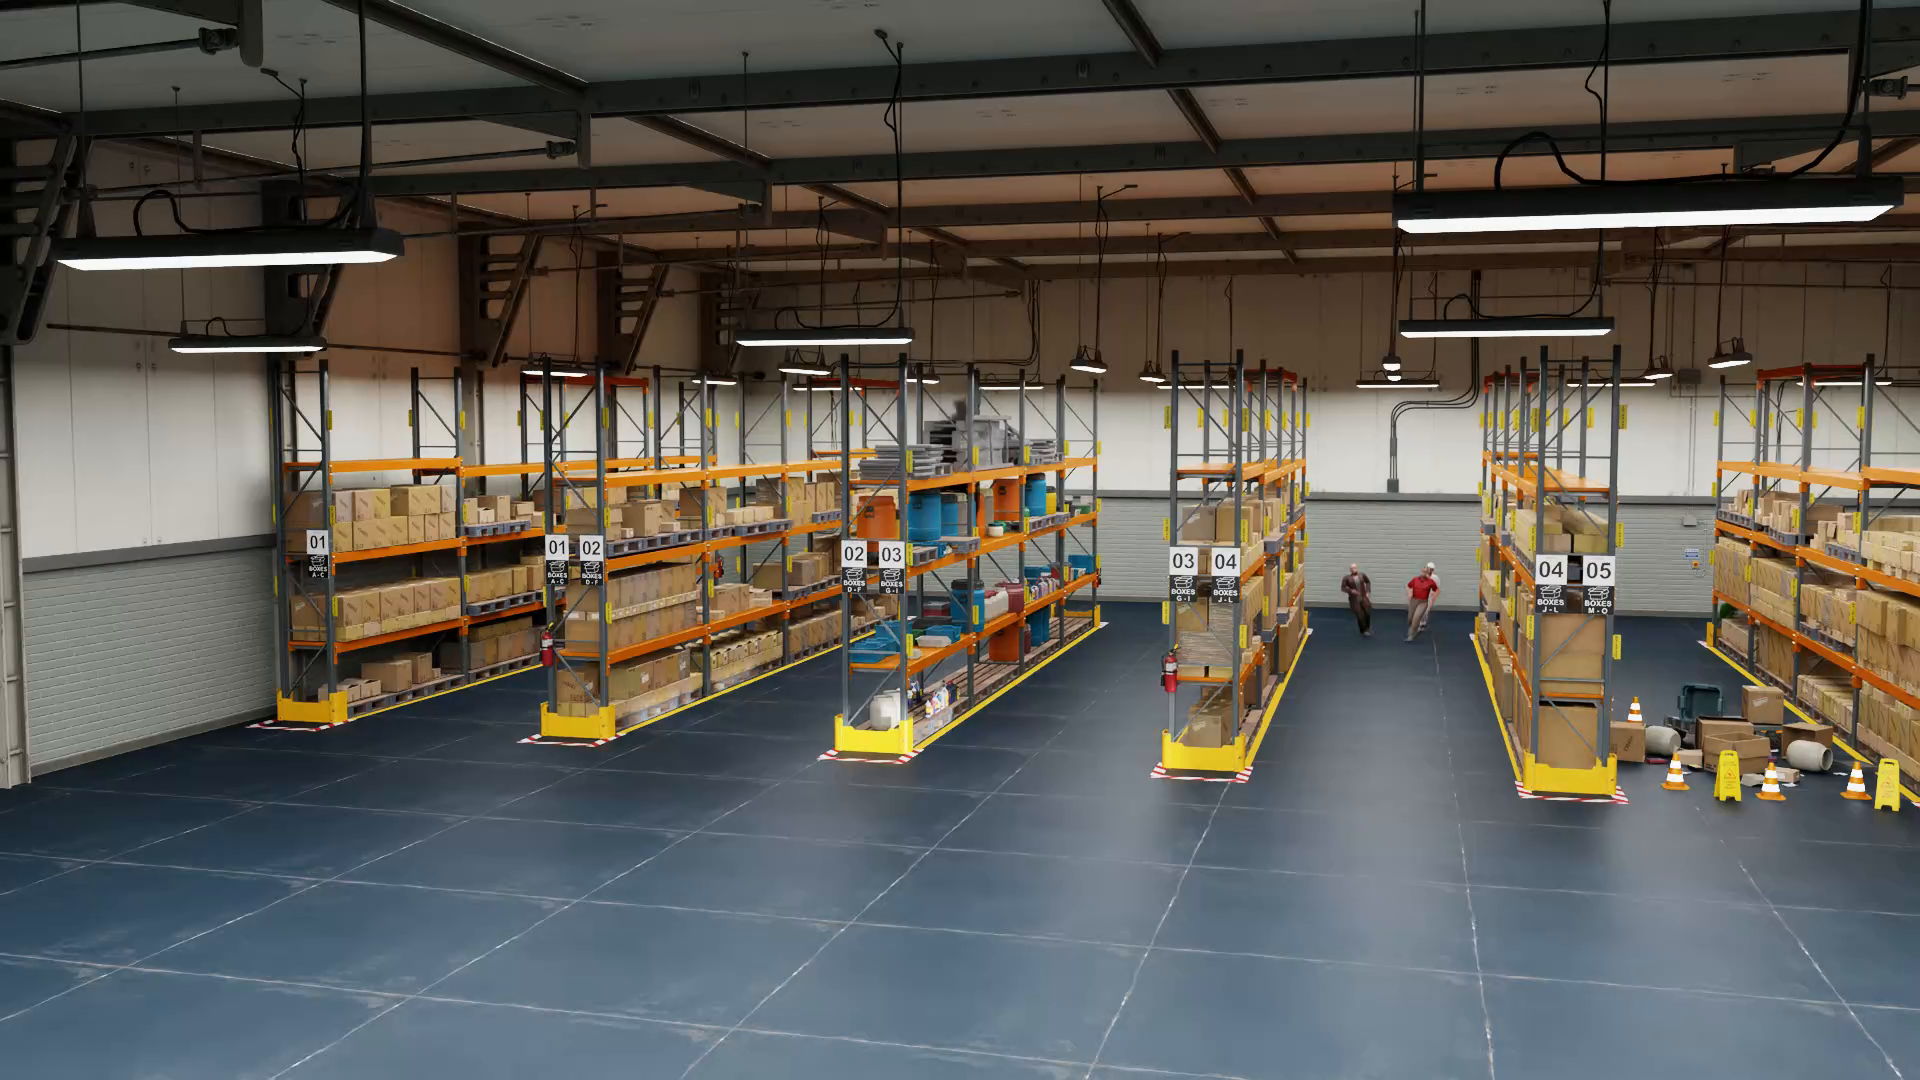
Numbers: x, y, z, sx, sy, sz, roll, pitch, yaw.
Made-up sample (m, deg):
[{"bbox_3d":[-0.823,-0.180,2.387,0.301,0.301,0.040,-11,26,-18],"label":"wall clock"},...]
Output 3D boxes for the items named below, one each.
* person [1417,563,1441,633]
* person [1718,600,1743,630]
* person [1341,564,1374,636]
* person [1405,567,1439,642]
[{"bbox_3d":[10.919,1.357,38.928,0.581,1.687,0.748,-3,5,-33],"label":"person"},{"bbox_3d":[17.608,1.402,38.000,0.857,1.731,0.720,4,6,44],"label":"person"},{"bbox_3d":[9.202,1.384,38.439,0.787,1.688,0.620,0,4,2],"label":"person"},{"bbox_3d":[10.473,1.452,37.778,0.719,1.673,0.838,2,5,28],"label":"person"}]
